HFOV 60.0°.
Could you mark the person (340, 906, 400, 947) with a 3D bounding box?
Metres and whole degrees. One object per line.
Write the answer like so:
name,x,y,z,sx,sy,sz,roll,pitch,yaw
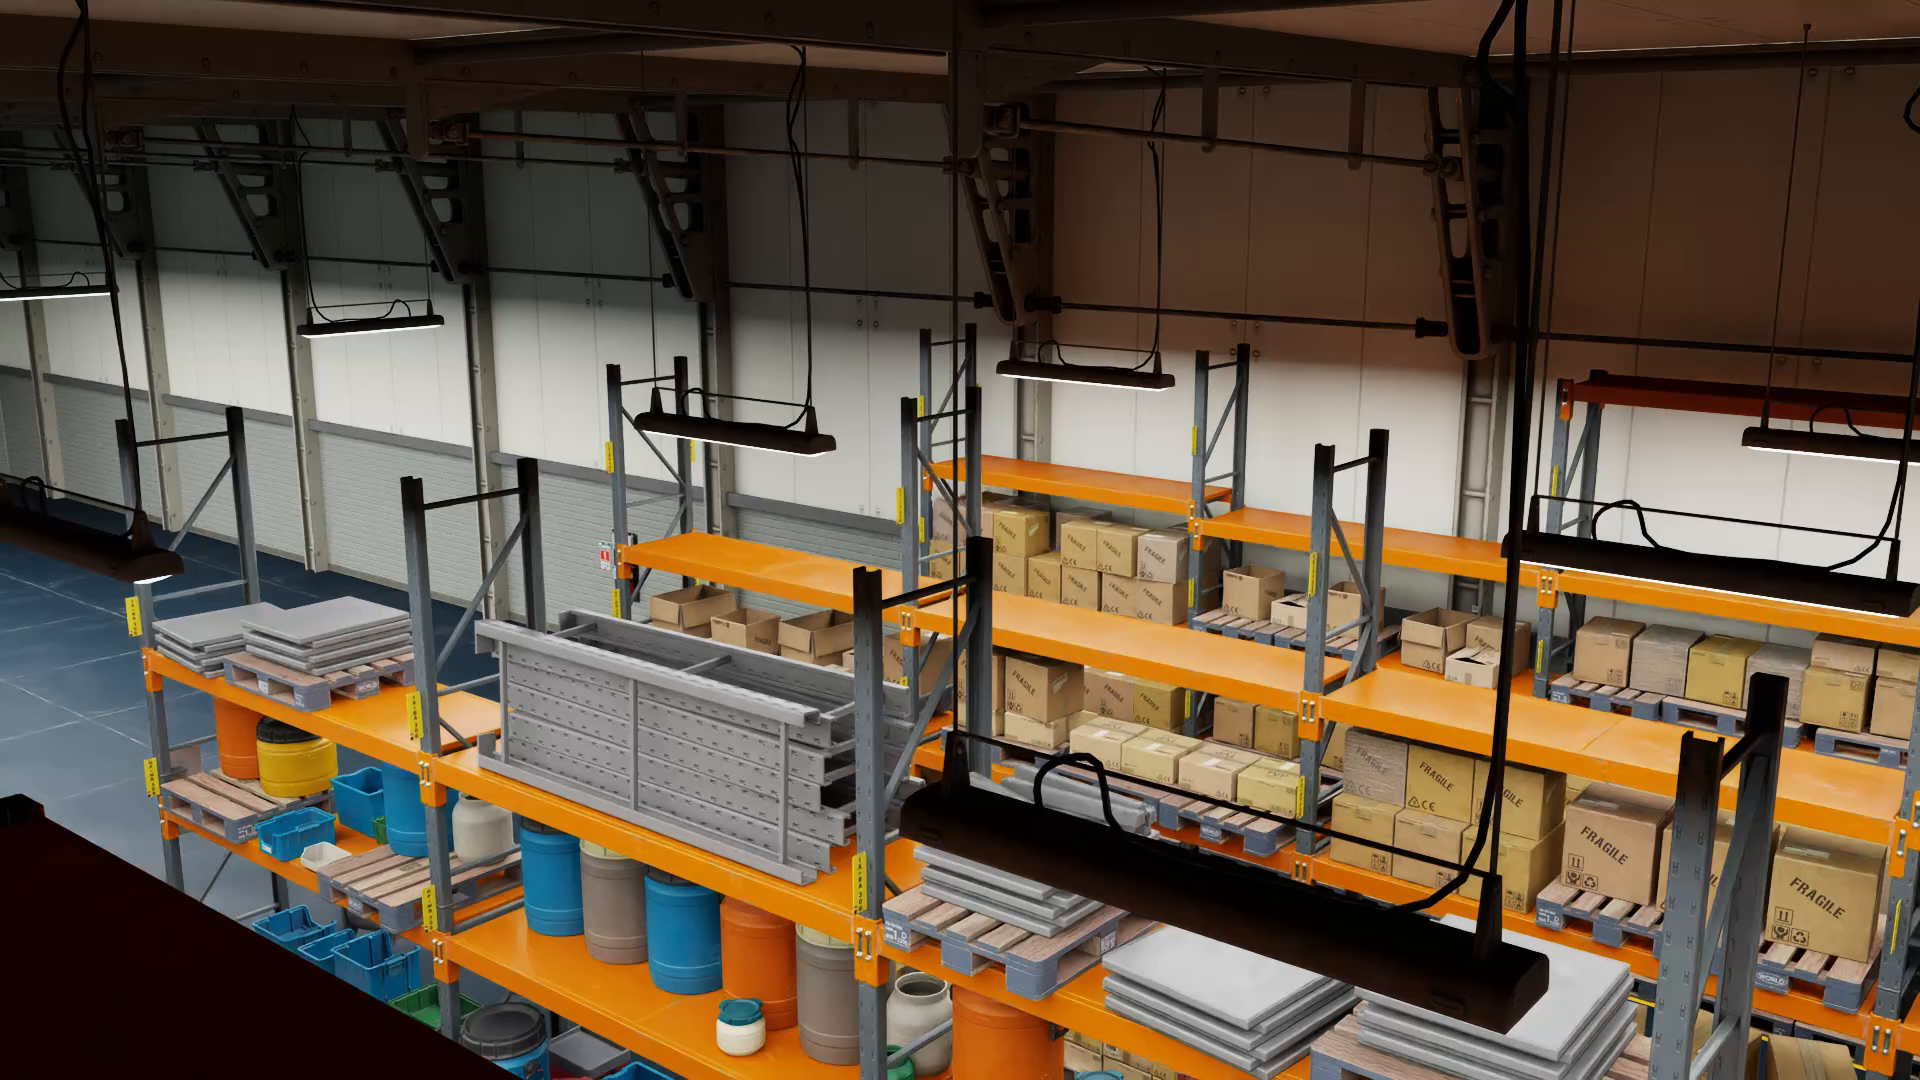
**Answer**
person,-6.186,3.488,17.109,0.752,1.615,0.448,-2,13,-9
